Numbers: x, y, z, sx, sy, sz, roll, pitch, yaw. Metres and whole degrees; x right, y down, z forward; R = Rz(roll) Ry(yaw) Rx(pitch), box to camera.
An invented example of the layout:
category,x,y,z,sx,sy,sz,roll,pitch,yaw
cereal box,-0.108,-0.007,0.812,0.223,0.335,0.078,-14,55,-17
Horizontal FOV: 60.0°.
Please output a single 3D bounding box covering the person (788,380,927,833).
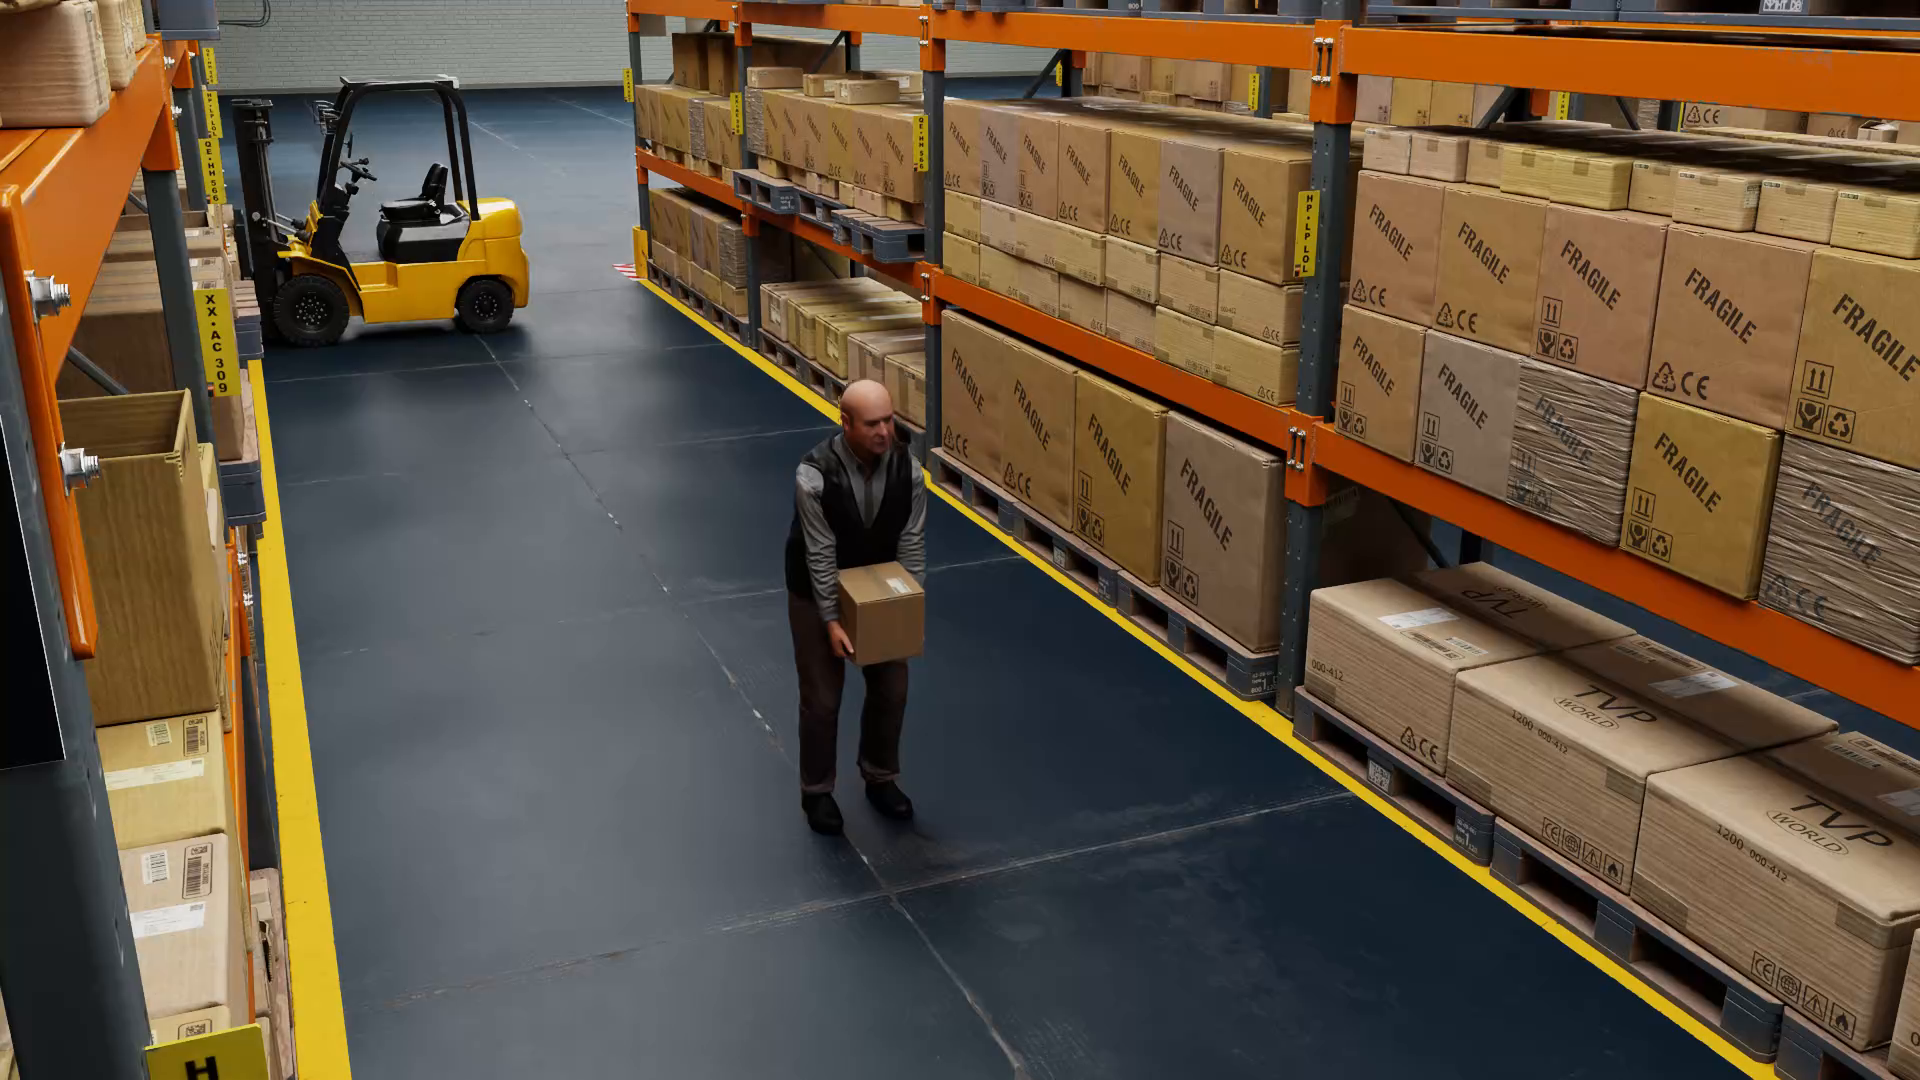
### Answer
category,x,y,z,sx,sy,sz,roll,pitch,yaw
person,-0.348,0.244,5.938,0.479,1.691,0.569,-8,20,-23
